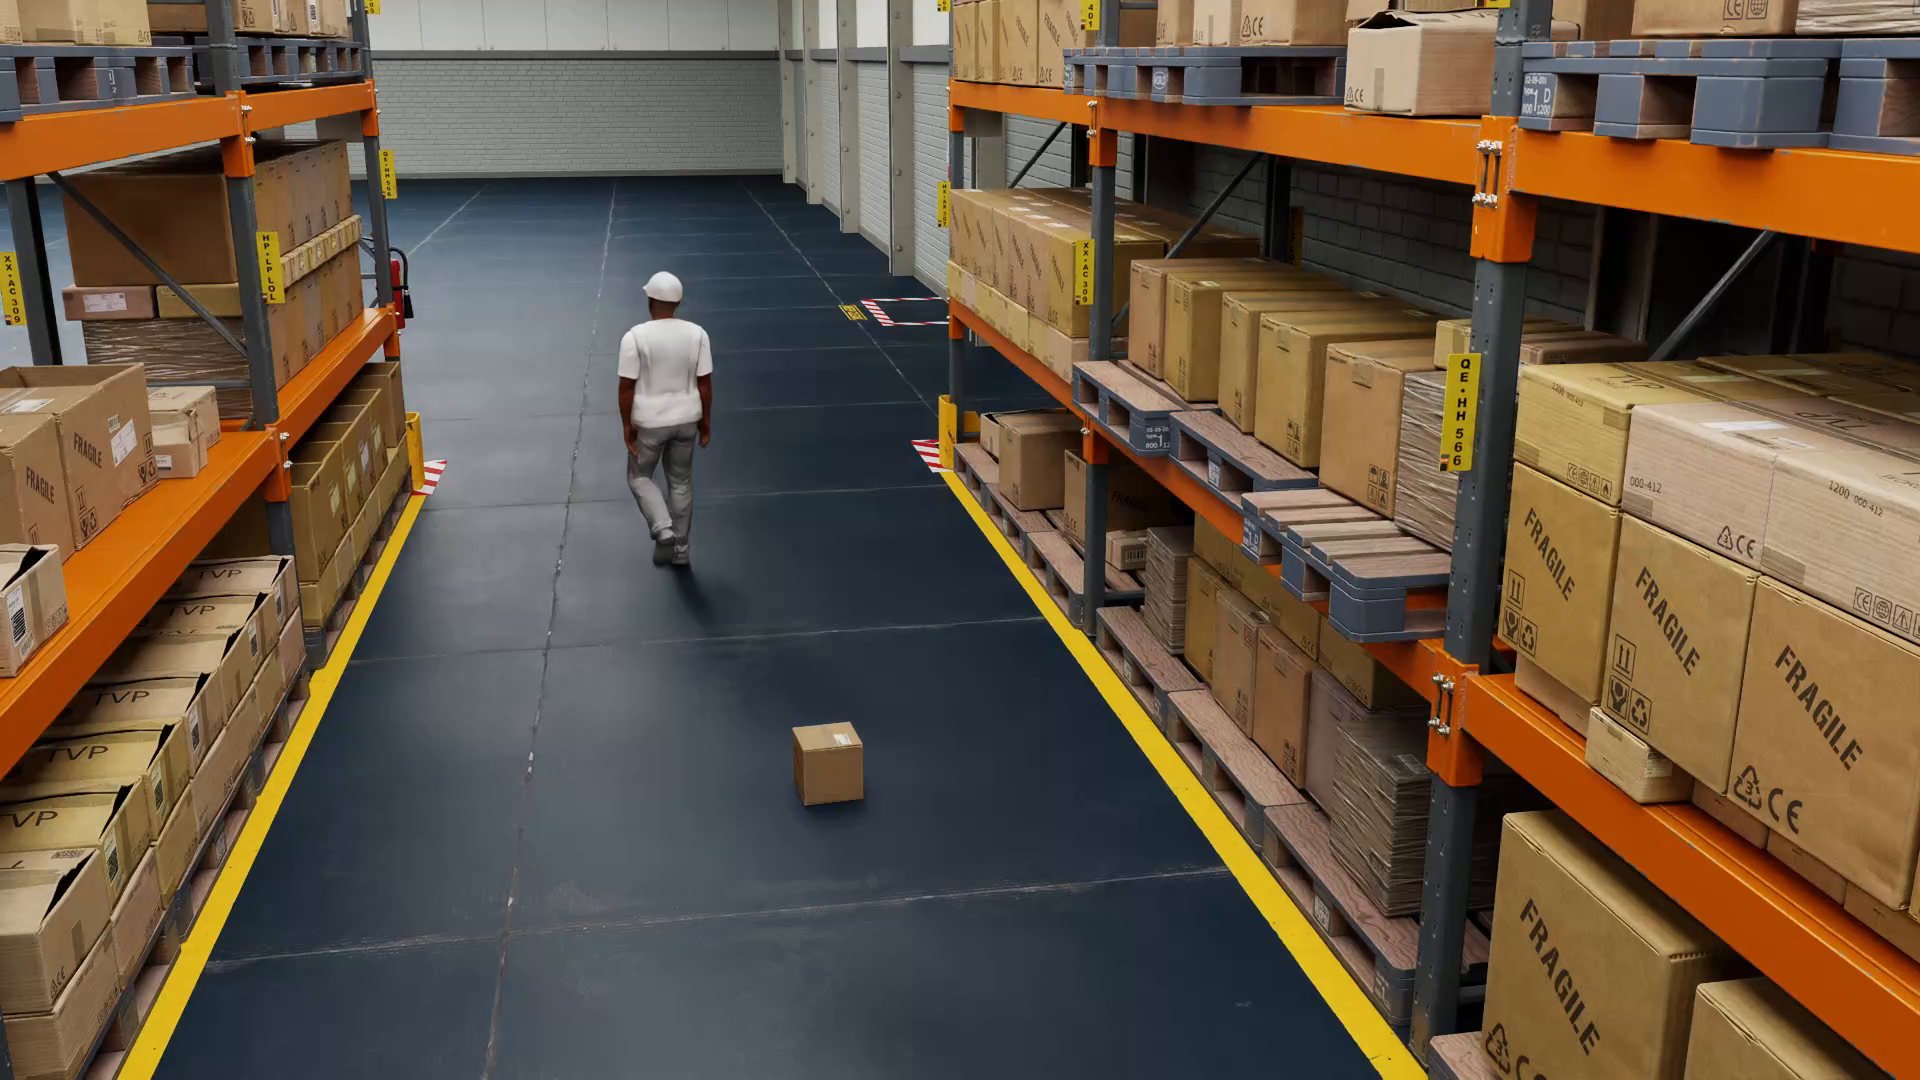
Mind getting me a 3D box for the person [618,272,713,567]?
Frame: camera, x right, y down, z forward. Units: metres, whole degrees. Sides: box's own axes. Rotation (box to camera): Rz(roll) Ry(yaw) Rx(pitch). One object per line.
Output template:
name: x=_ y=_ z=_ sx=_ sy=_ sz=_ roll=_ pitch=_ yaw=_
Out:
person: x=-1.731 y=-0.696 z=9.798 sx=0.567 sy=1.758 sz=0.531 roll=-8 pitch=18 yaw=-24
